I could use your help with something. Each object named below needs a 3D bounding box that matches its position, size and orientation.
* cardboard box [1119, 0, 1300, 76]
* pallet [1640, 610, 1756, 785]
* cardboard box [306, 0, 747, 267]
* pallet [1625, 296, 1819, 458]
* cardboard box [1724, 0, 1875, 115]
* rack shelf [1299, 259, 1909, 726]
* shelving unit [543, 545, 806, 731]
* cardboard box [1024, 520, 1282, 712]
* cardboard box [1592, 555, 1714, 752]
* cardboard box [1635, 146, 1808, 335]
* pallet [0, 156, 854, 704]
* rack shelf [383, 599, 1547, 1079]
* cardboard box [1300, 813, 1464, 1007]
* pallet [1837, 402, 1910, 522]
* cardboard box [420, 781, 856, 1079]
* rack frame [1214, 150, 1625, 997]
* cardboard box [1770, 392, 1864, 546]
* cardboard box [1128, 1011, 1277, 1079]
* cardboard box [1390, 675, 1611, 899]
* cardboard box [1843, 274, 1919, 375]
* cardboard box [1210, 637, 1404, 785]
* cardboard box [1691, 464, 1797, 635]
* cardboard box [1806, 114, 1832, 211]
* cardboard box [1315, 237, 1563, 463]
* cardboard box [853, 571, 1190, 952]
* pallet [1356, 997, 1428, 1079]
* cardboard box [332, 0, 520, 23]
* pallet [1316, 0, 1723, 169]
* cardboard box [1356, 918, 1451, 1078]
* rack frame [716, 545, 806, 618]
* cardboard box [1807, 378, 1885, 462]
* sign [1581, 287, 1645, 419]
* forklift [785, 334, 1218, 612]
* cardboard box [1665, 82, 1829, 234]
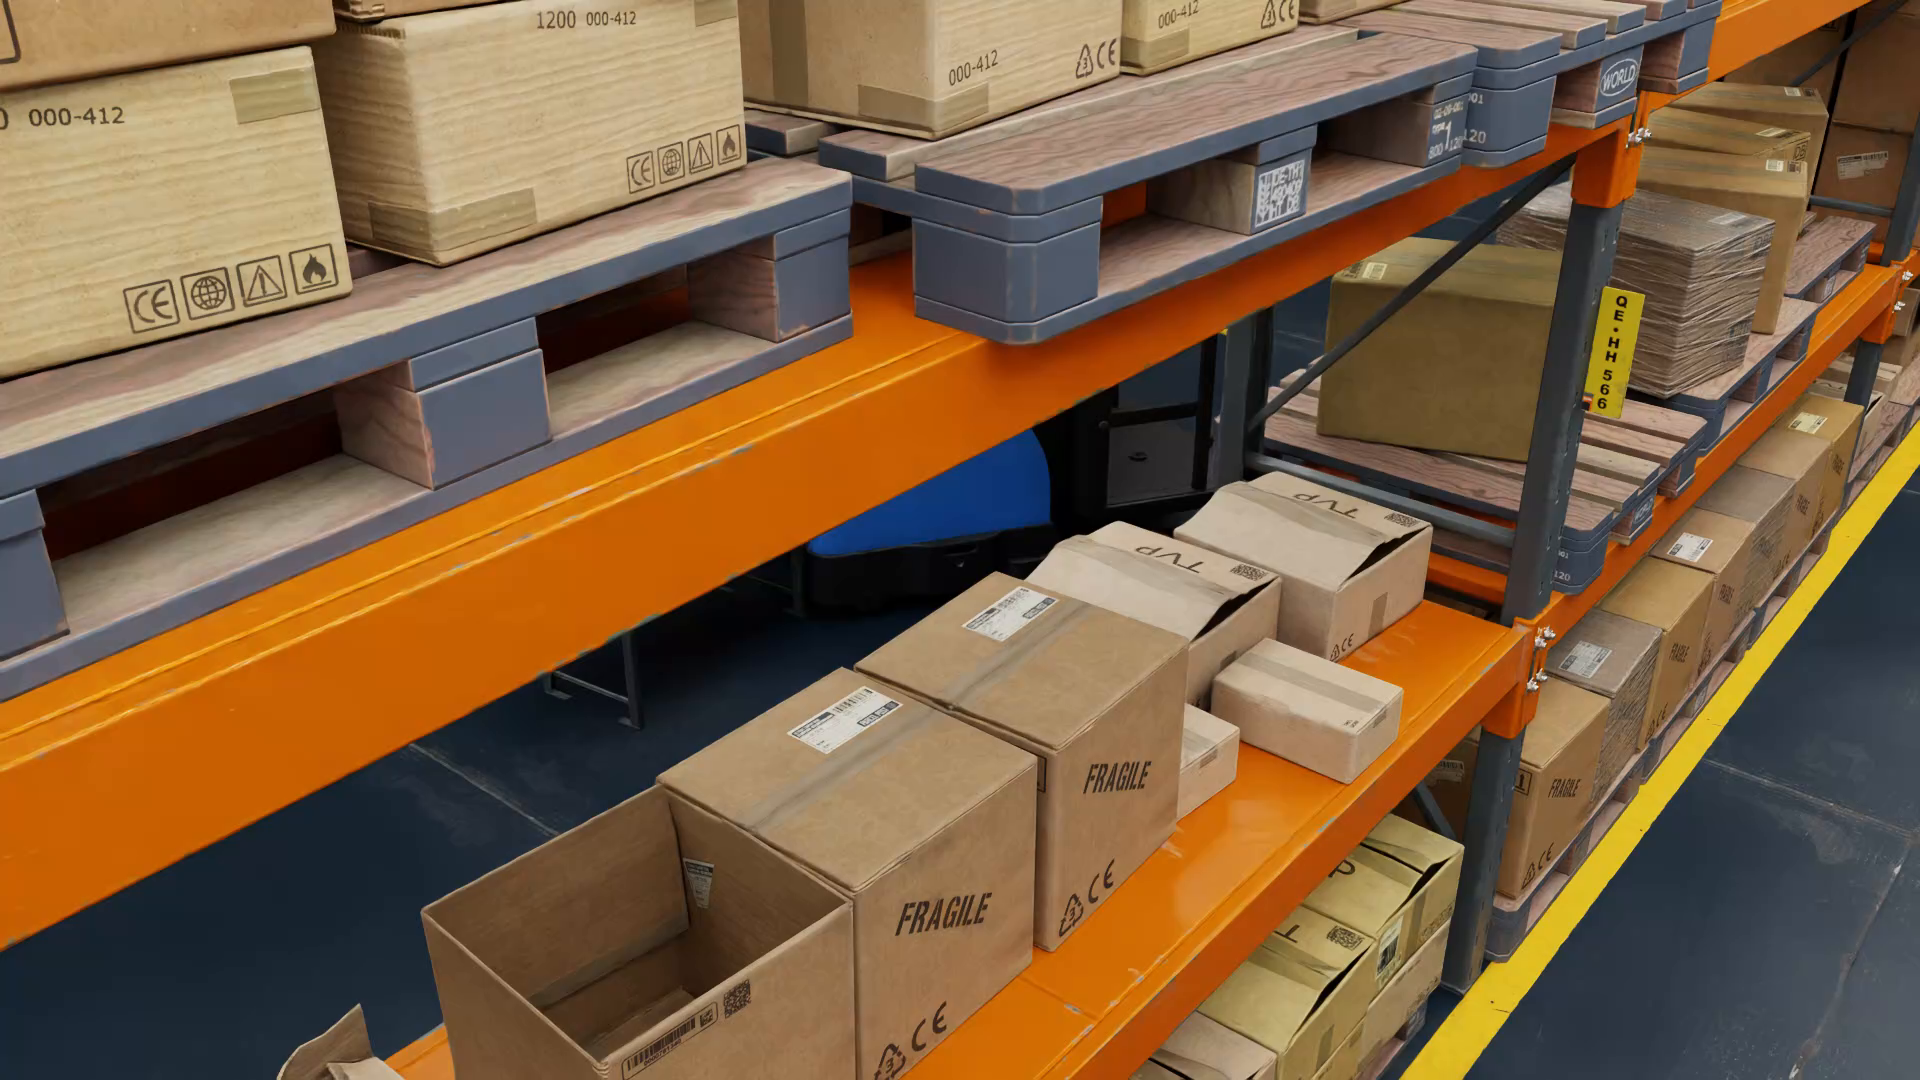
[{"bbox_3d":[0.248,-0.993,2.846,0.500,0.250,0.500,20,33,33],"label":"cardboard box"},{"bbox_3d":[2.465,0.446,6.659,1.003,0.211,1.213,21,34,34],"label":"pallet"},{"bbox_3d":[-0.613,-0.554,1.997,0.500,0.250,0.500,17,32,30],"label":"cardboard box"},{"bbox_3d":[2.418,-0.714,6.075,1.003,0.211,1.213,21,34,34],"label":"pallet"},{"bbox_3d":[3.851,-2.270,7.677,0.500,0.500,0.500,21,34,35],"label":"cardboard box"},{"bbox_3d":[2.457,-0.498,6.231,1.077,0.370,4.000,21,34,34],"label":"rack shelf"},{"bbox_3d":[-1.151,-0.202,6.509,0.538,1.500,1.048,16,32,29],"label":"shelving unit"},{"bbox_3d":[0.467,0.192,4.212,0.500,0.311,0.500,20,34,34],"label":"cardboard box"},{"bbox_3d":[2.347,0.365,6.022,0.500,0.500,0.500,20,34,34],"label":"cardboard box"},{"bbox_3d":[2.653,-1.113,6.071,0.700,0.500,0.500,12,30,22],"label":"cardboard box"},{"bbox_3d":[-0.808,-0.254,1.920,0.805,0.209,1.217,19,33,32],"label":"pallet"},{"bbox_3d":[-0.087,0.920,3.490,1.077,0.370,4.000,21,34,34],"label":"rack shelf"},{"bbox_3d":[1.042,0.935,4.604,0.500,0.311,0.500,22,34,36],"label":"cardboard box"},{"bbox_3d":[4.167,-0.531,8.548,1.003,0.211,1.213,21,34,34],"label":"pallet"},{"bbox_3d":[-0.523,0.811,2.809,0.500,0.500,0.500,24,36,38],"label":"cardboard box"},{"bbox_3d":[1.185,-0.109,4.695,1.000,3.000,0.127,21,34,34],"label":"rack frame"},{"bbox_3d":[3.636,-0.353,7.410,0.500,0.500,0.500,21,34,34],"label":"cardboard box"},{"bbox_3d":[0.393,1.299,3.899,0.500,0.311,0.500,20,34,34],"label":"cardboard box"},{"bbox_3d":[1.695,0.728,5.319,0.500,0.500,0.500,22,35,36],"label":"cardboard box"},{"bbox_3d":[4.920,-1.281,9.200,0.797,0.503,0.637,21,34,34],"label":"cardboard box"},{"bbox_3d":[0.826,0.403,3.980,0.380,0.149,0.250,21,34,34],"label":"cardboard box"},{"bbox_3d":[2.996,-0.003,6.732,0.500,0.500,0.500,21,34,35],"label":"cardboard box"},{"bbox_3d":[3.849,-1.823,7.901,0.500,0.500,0.500,21,34,35],"label":"cardboard box"},{"bbox_3d":[1.498,-0.596,5.071,0.700,0.500,0.500,10,29,18],"label":"cardboard box"},{"bbox_3d":[0.130,0.447,3.513,0.500,0.500,0.500,19,33,32],"label":"cardboard box"},{"bbox_3d":[0.631,1.410,4.794,1.003,0.211,1.213,21,34,34],"label":"pallet"},{"bbox_3d":[-0.592,-0.891,1.834,0.500,0.500,0.500,-25,36,-39],"label":"cardboard box"},{"bbox_3d":[0.822,-1.090,3.534,1.213,0.211,1.003,23,35,37],"label":"pallet"},{"bbox_3d":[1.038,1.184,4.732,0.500,0.250,0.500,22,34,36],"label":"cardboard box"},{"bbox_3d":[-0.878,-0.399,6.890,0.500,1.500,0.032,16,32,29],"label":"rack frame"},{"bbox_3d":[4.163,-0.613,8.119,0.500,0.311,0.500,21,34,34],"label":"cardboard box"},{"bbox_3d":[1.615,-0.462,4.118,0.100,0.325,0.005,21,34,34],"label":"sign"},{"bbox_3d":[0.657,-1.389,7.245,3.031,2.935,1.130,-9,29,-16],"label":"forklift"},{"bbox_3d":[3.255,-1.655,7.119,0.700,0.500,0.500,9,29,18],"label":"cardboard box"}]
